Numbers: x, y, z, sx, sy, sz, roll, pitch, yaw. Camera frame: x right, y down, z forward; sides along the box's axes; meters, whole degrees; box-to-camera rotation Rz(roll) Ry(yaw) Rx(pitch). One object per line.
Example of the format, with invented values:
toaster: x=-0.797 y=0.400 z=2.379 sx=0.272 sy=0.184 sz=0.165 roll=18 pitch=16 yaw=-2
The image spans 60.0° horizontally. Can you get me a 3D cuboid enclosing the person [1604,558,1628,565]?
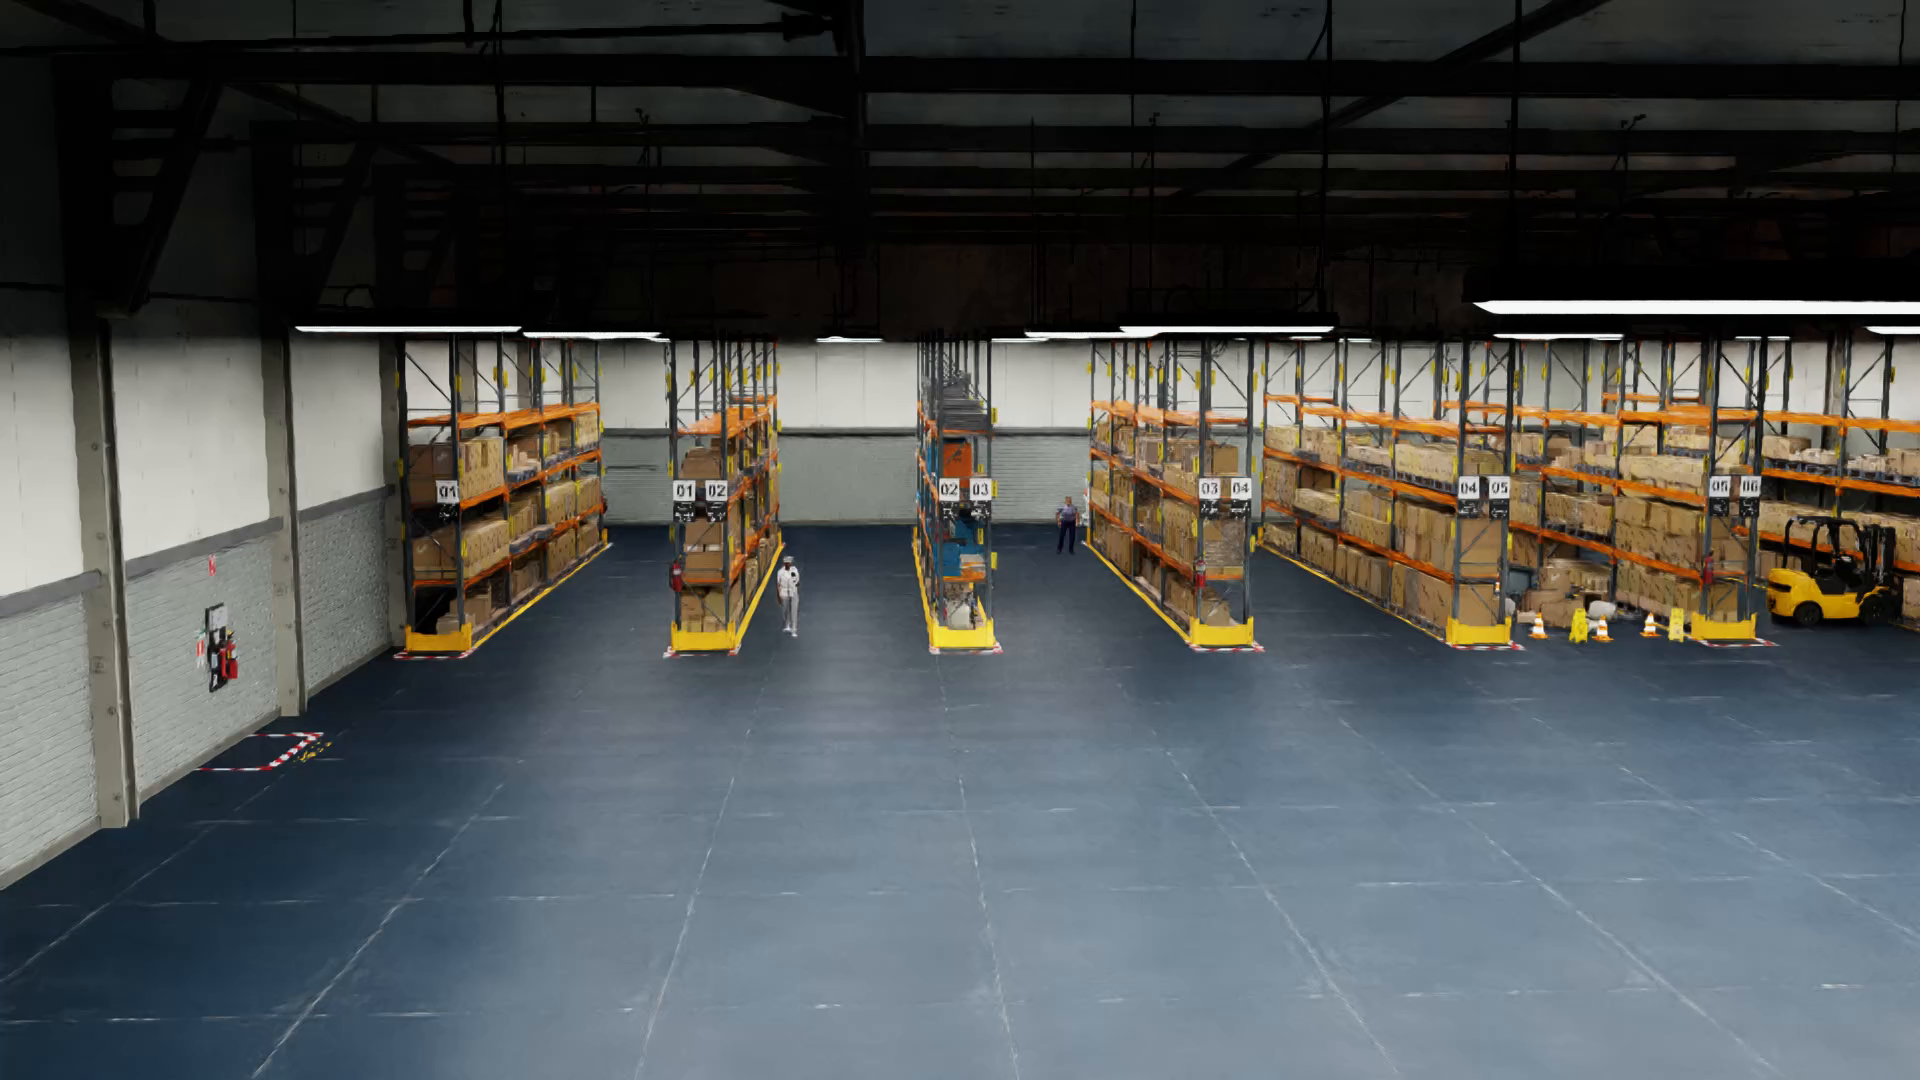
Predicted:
person: x=17.038 y=-0.254 z=43.116 sx=0.589 sy=1.782 sz=0.675 roll=3 pitch=7 yaw=20

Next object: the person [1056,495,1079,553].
person: x=2.949 y=-0.440 z=45.671 sx=0.625 sy=1.596 sz=0.510 roll=-1 pitch=7 yaw=-4

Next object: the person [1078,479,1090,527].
person: x=3.969 y=-1.295 z=51.953 sx=0.460 sy=1.780 sz=0.704 roll=4 pitch=8 yaw=33

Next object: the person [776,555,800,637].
person: x=-3.375 y=1.072 z=32.683 sx=0.456 sy=1.587 sz=1.088 roll=0 pitch=7 yaw=0
